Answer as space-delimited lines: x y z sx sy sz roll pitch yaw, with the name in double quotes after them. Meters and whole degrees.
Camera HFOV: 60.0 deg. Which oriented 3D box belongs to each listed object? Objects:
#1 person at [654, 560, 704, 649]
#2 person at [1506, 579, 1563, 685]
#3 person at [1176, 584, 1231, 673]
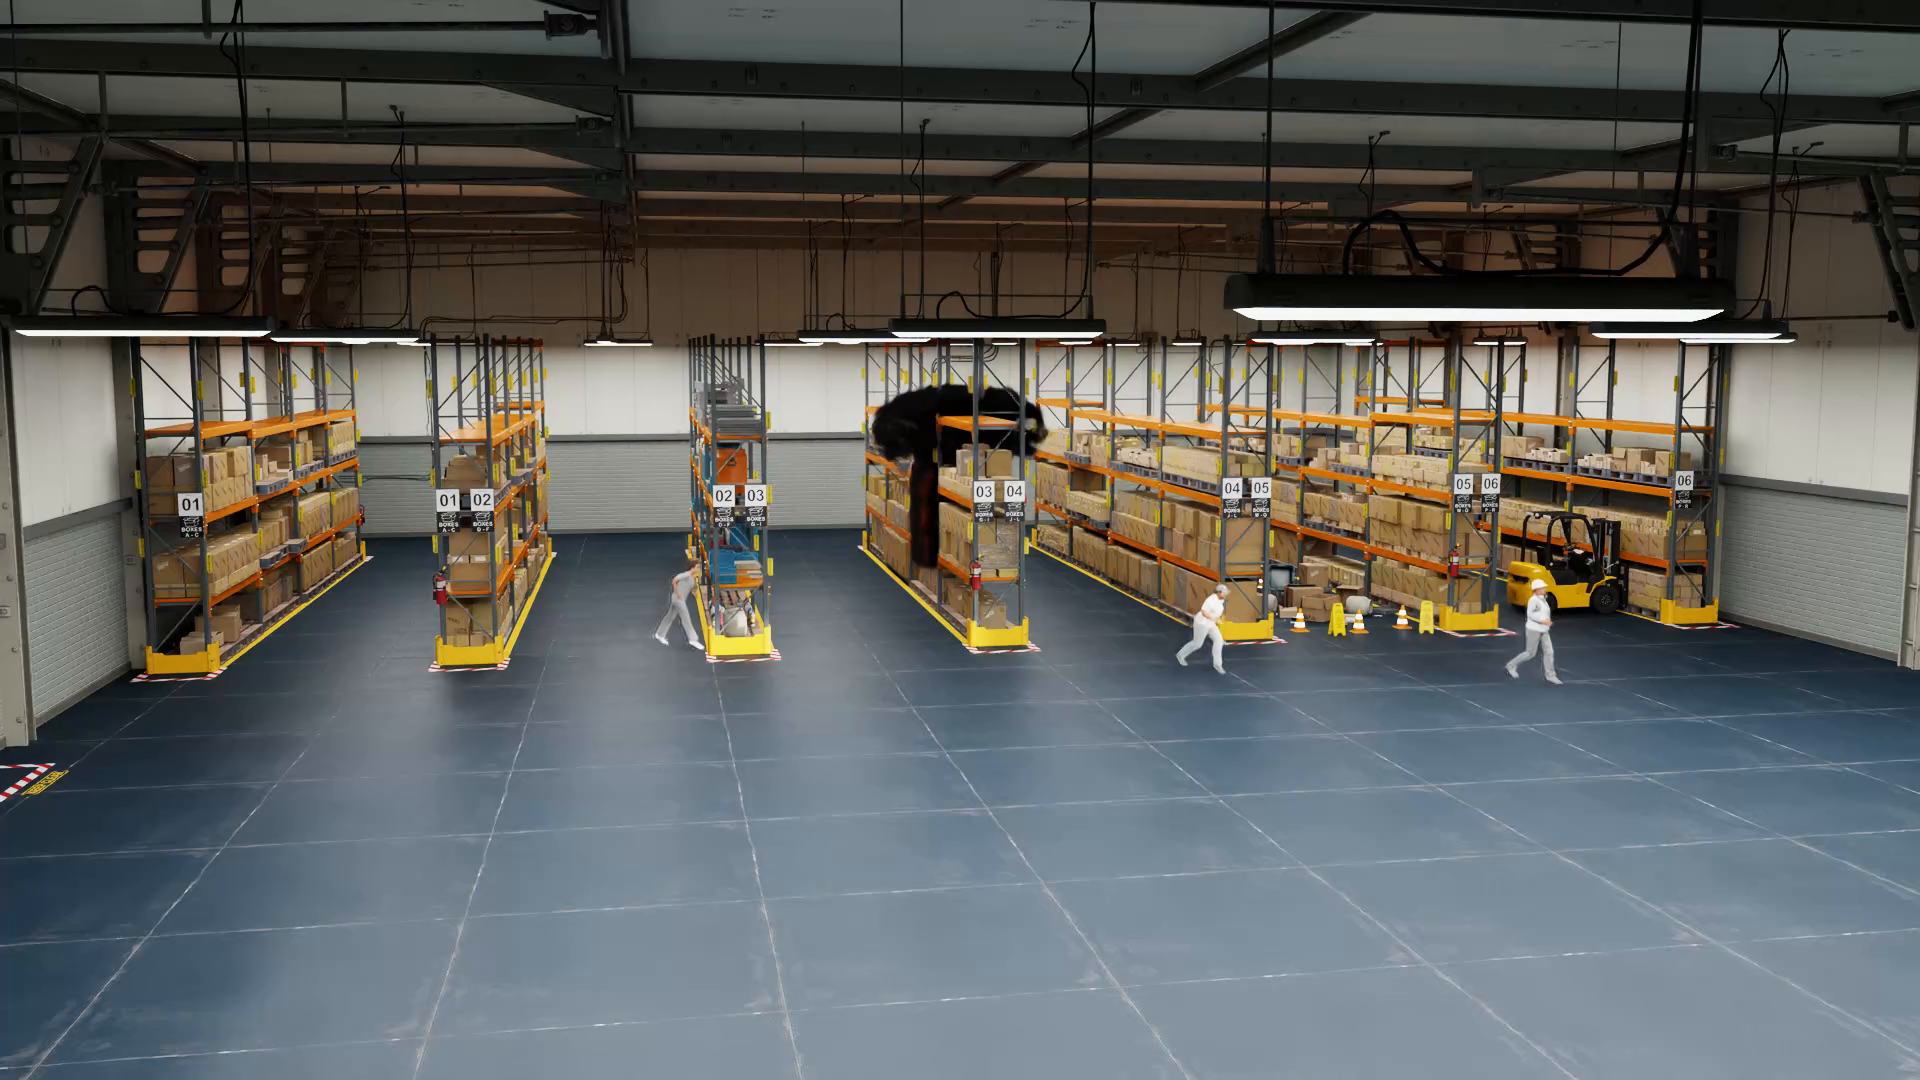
-5.180 1.181 30.524 0.937 1.642 0.602 2 7 13 "person"
9.953 1.562 28.618 0.976 1.773 0.698 6 9 41 "person"
4.350 1.568 29.695 1.034 1.627 0.646 4 8 32 "person"
